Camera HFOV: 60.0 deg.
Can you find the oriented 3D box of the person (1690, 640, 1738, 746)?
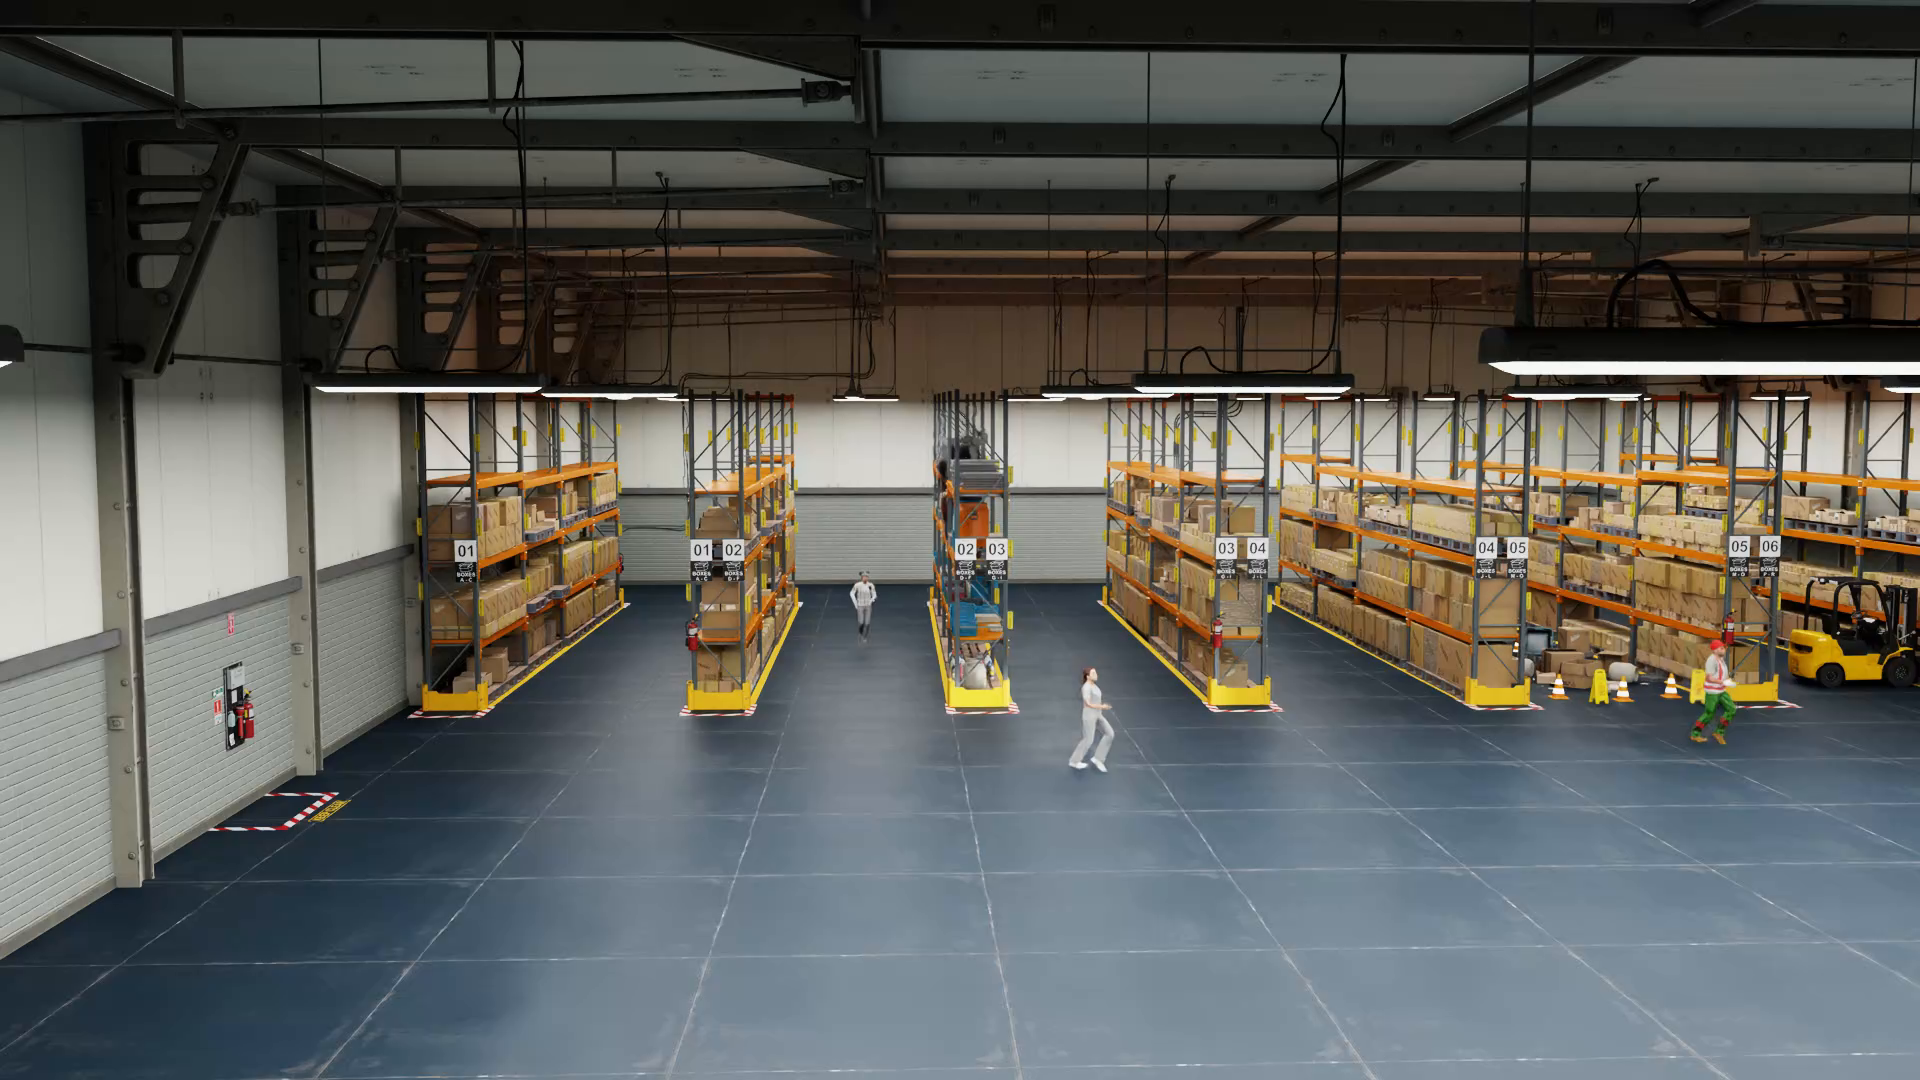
[{"bbox_3d":[12.685,2.567,27.903,0.610,1.802,0.737,-5,6,-44],"label":"person"}]

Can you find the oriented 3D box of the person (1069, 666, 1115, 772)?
[{"bbox_3d":[2.057,2.795,25.979,0.709,1.671,0.571,2,5,24],"label":"person"}]

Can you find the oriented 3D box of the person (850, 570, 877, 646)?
[{"bbox_3d":[-2.183,1.553,37.845,0.596,1.731,0.507,-1,5,-10],"label":"person"}]
